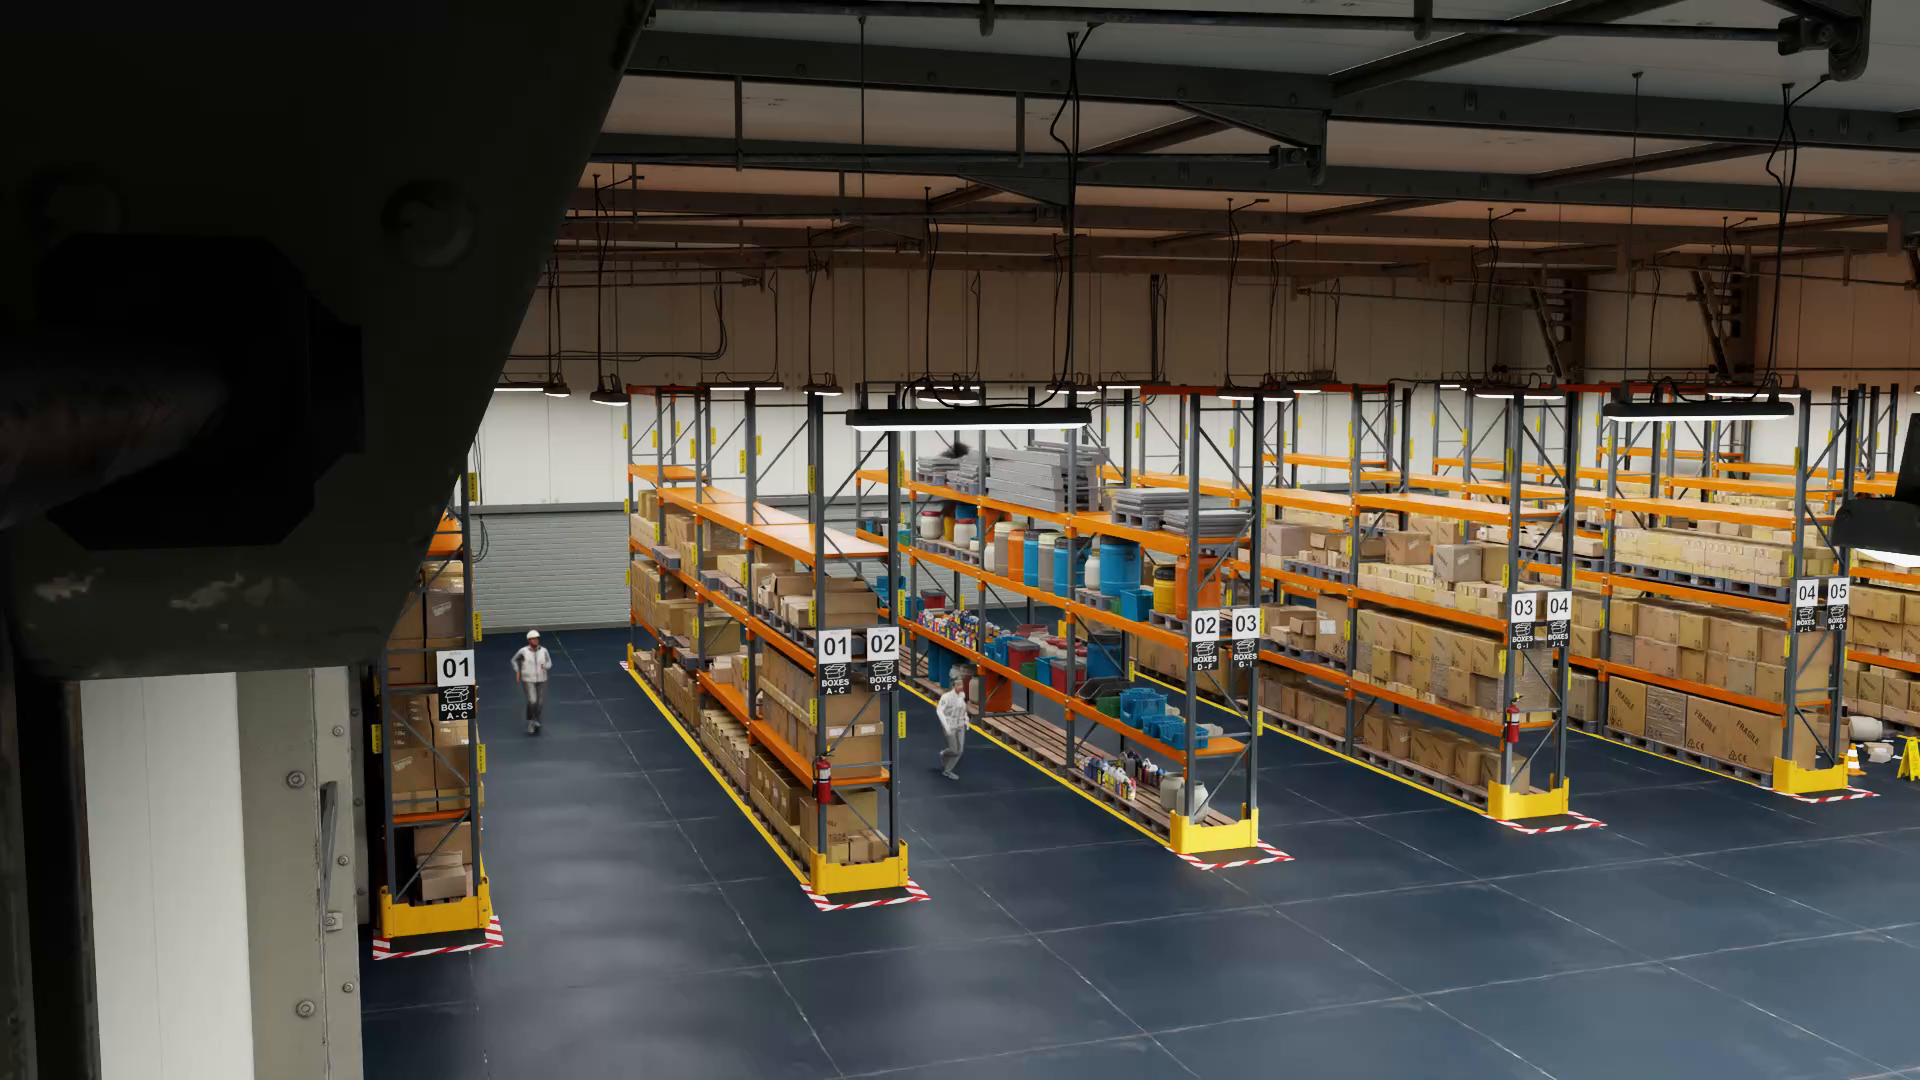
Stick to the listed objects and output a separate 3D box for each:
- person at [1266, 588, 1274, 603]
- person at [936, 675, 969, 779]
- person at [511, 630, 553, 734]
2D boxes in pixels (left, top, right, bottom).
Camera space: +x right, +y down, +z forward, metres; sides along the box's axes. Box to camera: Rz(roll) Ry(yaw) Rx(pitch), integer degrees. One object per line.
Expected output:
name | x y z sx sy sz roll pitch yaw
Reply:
person | 7.903 1.288 41.091 0.601 1.654 0.628 -1 6 -6
person | -0.138 2.871 25.775 0.617 1.633 0.521 -4 7 -35
person | -7.419 2.469 28.950 0.652 1.800 0.724 -3 7 -30
